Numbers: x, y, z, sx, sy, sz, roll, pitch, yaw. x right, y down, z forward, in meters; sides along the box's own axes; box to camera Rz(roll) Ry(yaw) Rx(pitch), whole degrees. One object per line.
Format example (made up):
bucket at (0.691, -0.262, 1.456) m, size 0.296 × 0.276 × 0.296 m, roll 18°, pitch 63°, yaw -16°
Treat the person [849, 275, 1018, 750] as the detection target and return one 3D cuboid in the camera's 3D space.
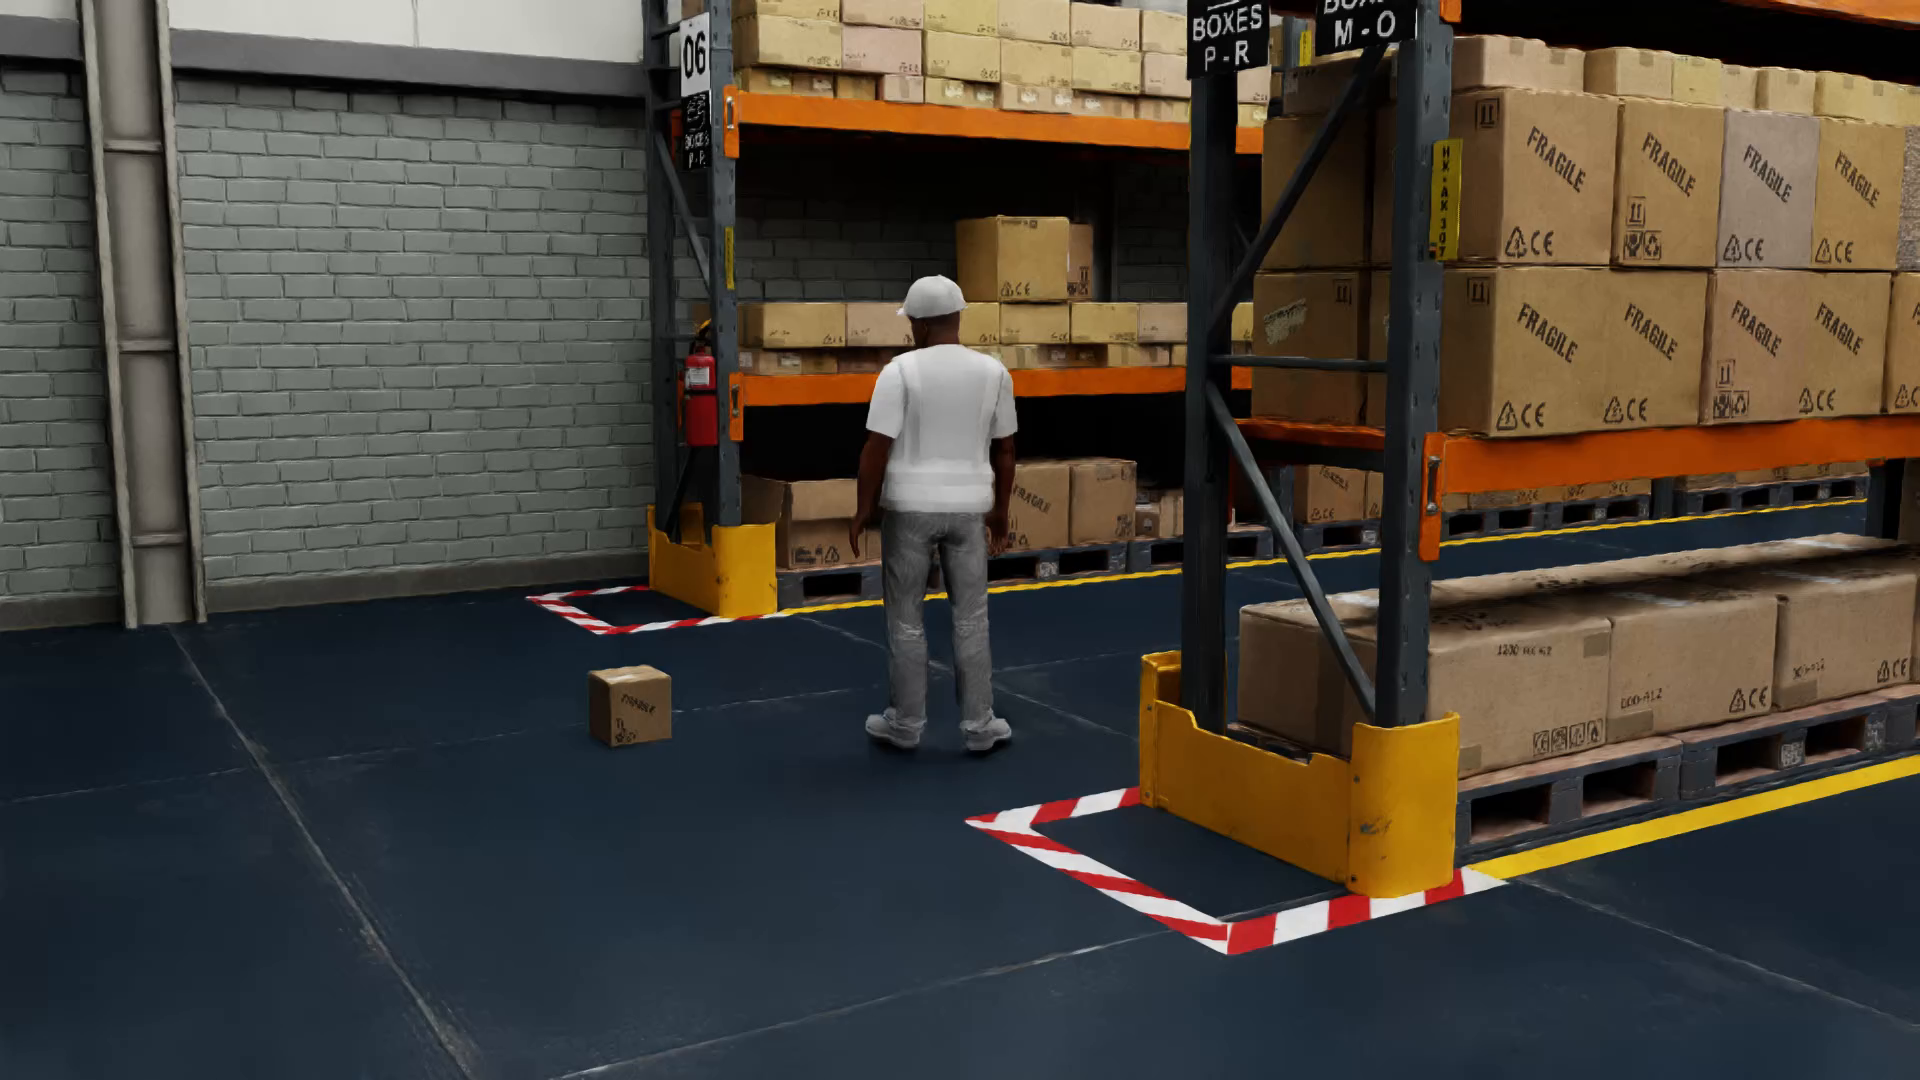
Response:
person at (-0.106, -0.104, 6.269) m, size 0.640 × 1.768 × 0.413 m, roll -2°, pitch 8°, yaw -16°
